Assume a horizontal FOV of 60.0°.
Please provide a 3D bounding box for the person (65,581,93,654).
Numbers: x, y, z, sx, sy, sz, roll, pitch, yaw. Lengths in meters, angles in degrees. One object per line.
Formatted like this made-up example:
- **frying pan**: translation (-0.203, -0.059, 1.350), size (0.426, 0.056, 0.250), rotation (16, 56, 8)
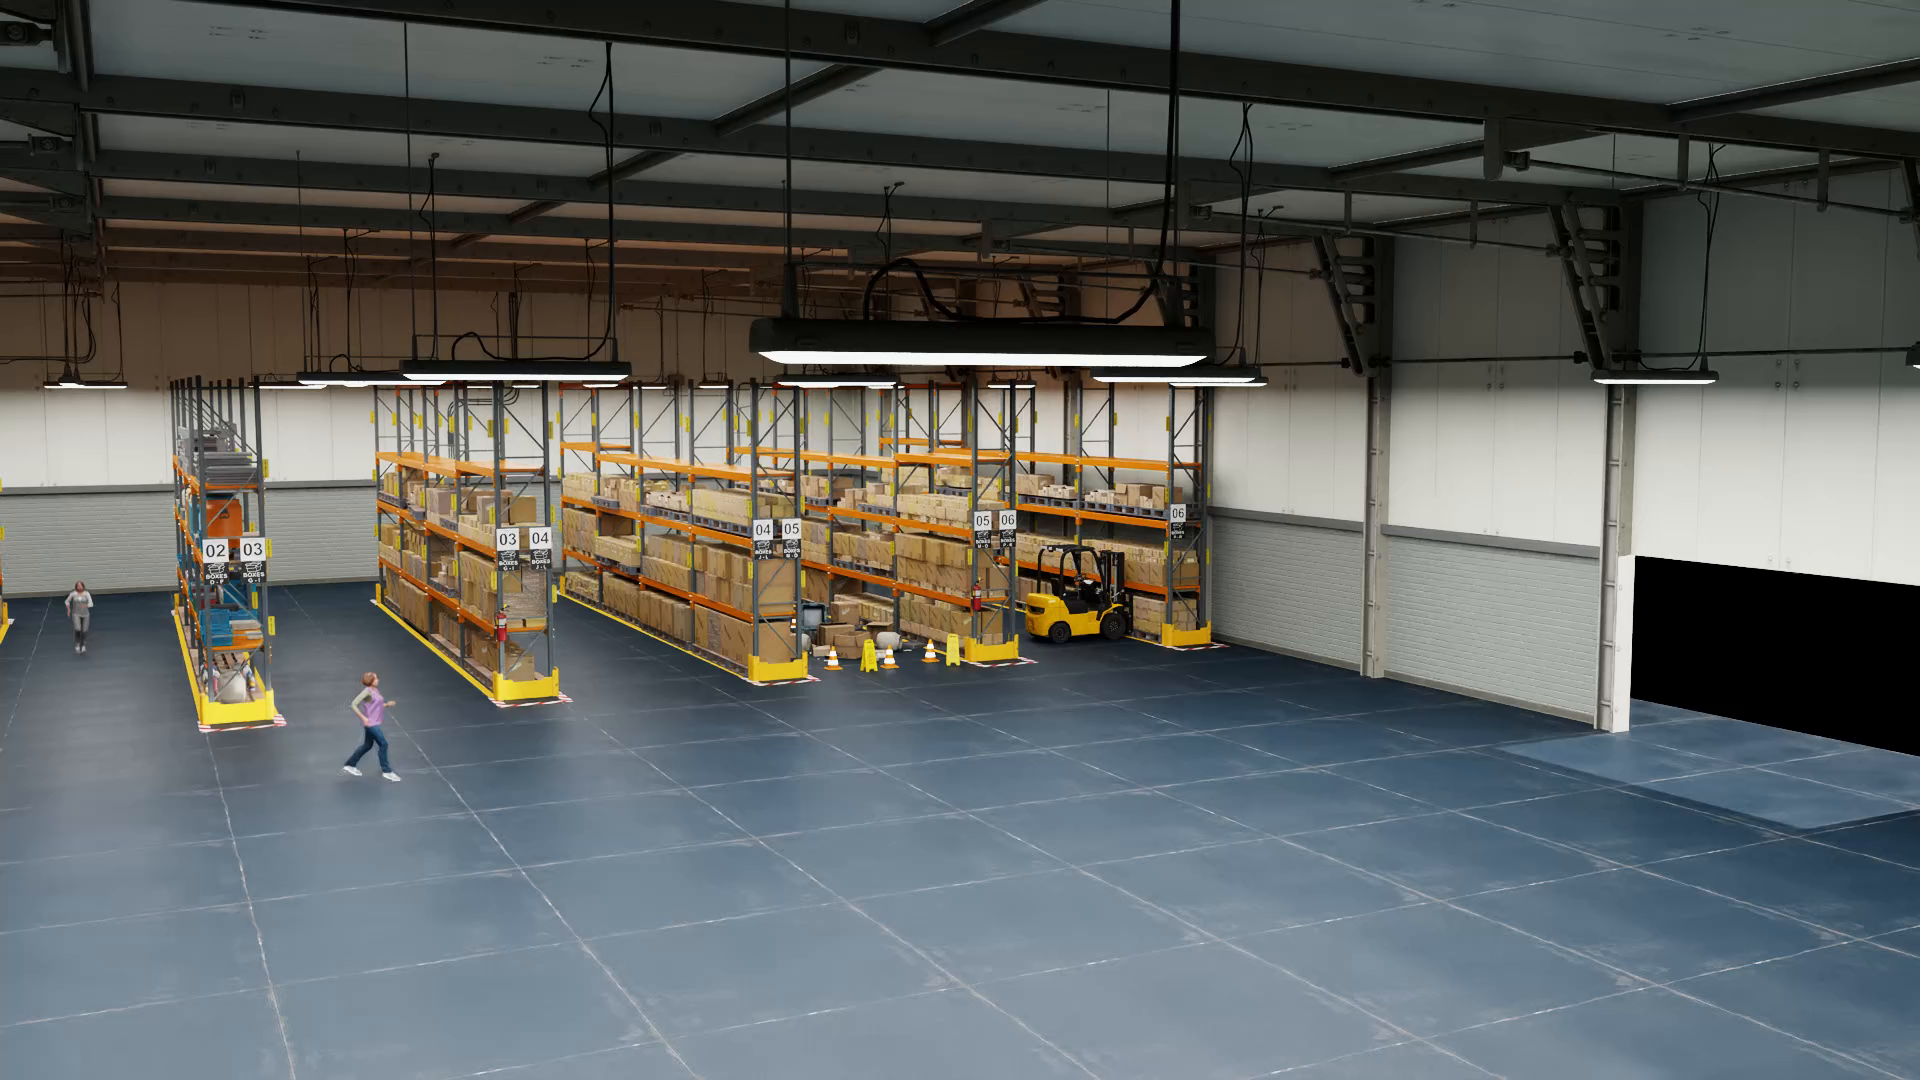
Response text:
- **person**: translation (-19.239, 1.692, 36.363), size (0.508, 1.599, 0.667), rotation (-4, 6, -35)

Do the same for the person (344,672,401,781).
- **person**: translation (-8.652, 2.743, 24.422), size (0.822, 1.603, 0.522), rotation (-1, 5, -9)

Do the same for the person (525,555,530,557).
- **person**: translation (-12.396, 0.655, 47.726), size (0.635, 1.628, 0.875), rotation (4, 6, 38)
